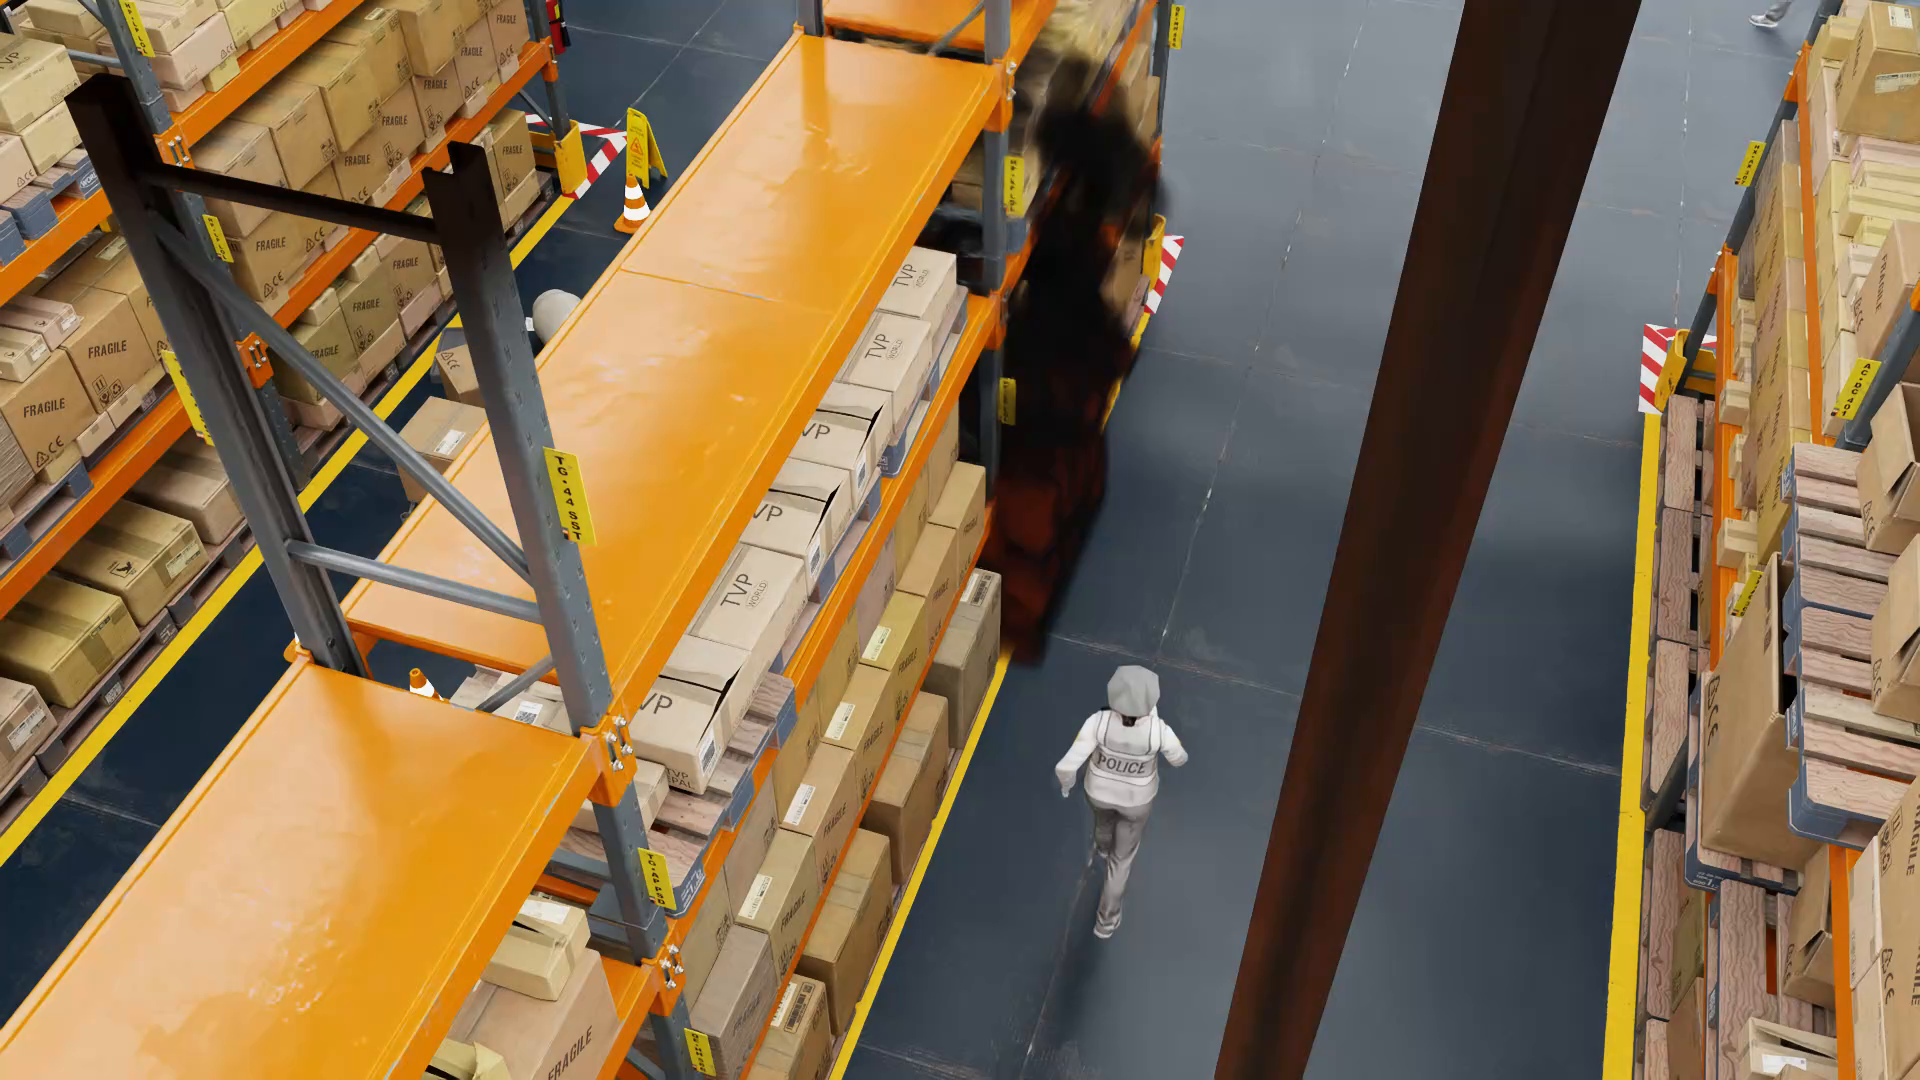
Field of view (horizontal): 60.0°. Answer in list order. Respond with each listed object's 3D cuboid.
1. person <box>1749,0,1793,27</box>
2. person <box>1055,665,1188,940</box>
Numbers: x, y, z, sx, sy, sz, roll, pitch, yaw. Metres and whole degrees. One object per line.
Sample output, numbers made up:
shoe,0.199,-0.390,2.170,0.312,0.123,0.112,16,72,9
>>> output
person,7.933,-5.367,15.259,0.869,1.591,0.545,31,53,27
person,0.800,1.272,8.292,0.582,1.754,0.801,14,47,13
